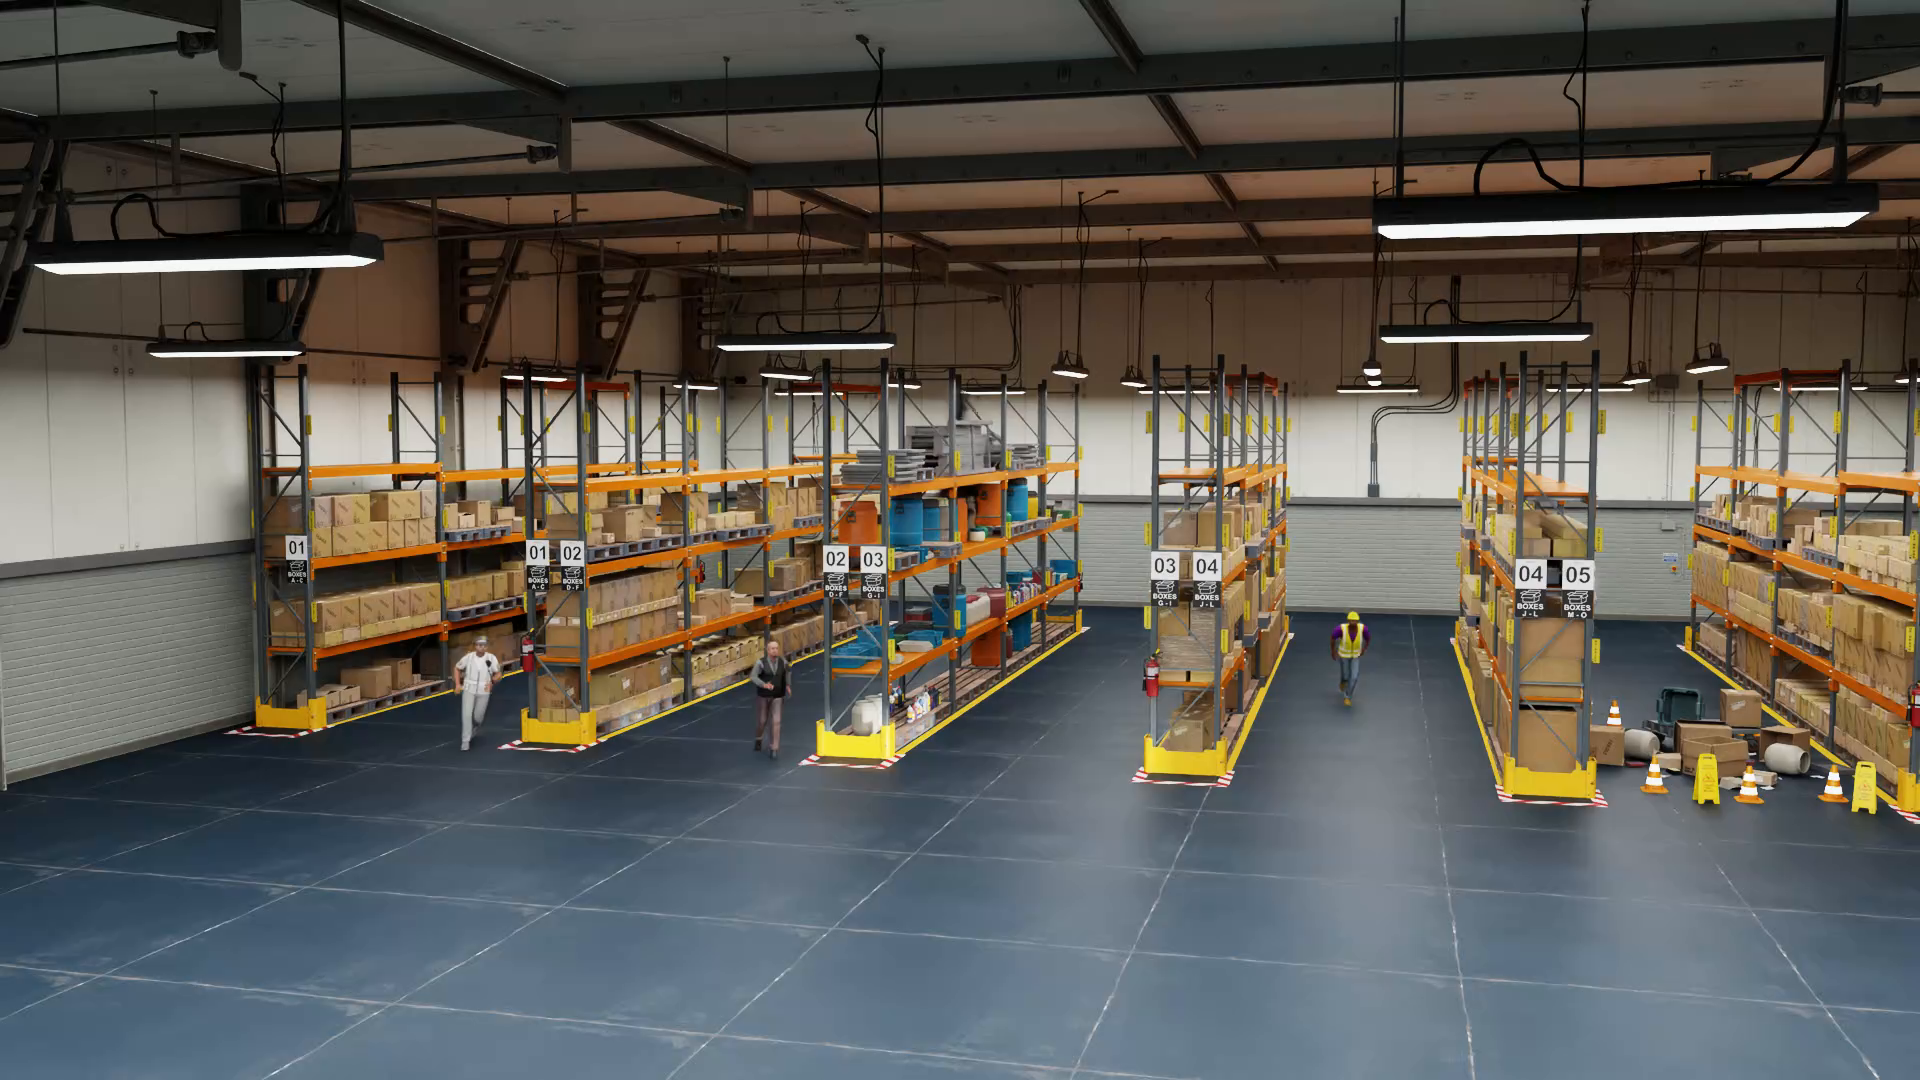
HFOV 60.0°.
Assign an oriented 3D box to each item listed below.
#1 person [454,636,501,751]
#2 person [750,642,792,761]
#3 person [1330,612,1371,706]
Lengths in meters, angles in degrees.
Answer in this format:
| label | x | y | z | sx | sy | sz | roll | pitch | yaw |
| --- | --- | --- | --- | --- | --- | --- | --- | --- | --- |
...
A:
| label | x | y | z | sx | sy | sz | roll | pitch | yaw |
| --- | --- | --- | --- | --- | --- | --- | --- | --- | --- |
| person | -7.520 | 2.357 | 25.943 | 0.713 | 1.745 | 0.794 | -1 | 4 | -17 |
| person | -2.854 | 2.406 | 25.189 | 0.670 | 1.752 | 0.858 | -1 | 4 | -15 |
| person | 7.023 | 2.116 | 29.934 | 0.698 | 1.694 | 0.825 | 0 | 4 | -1 |
